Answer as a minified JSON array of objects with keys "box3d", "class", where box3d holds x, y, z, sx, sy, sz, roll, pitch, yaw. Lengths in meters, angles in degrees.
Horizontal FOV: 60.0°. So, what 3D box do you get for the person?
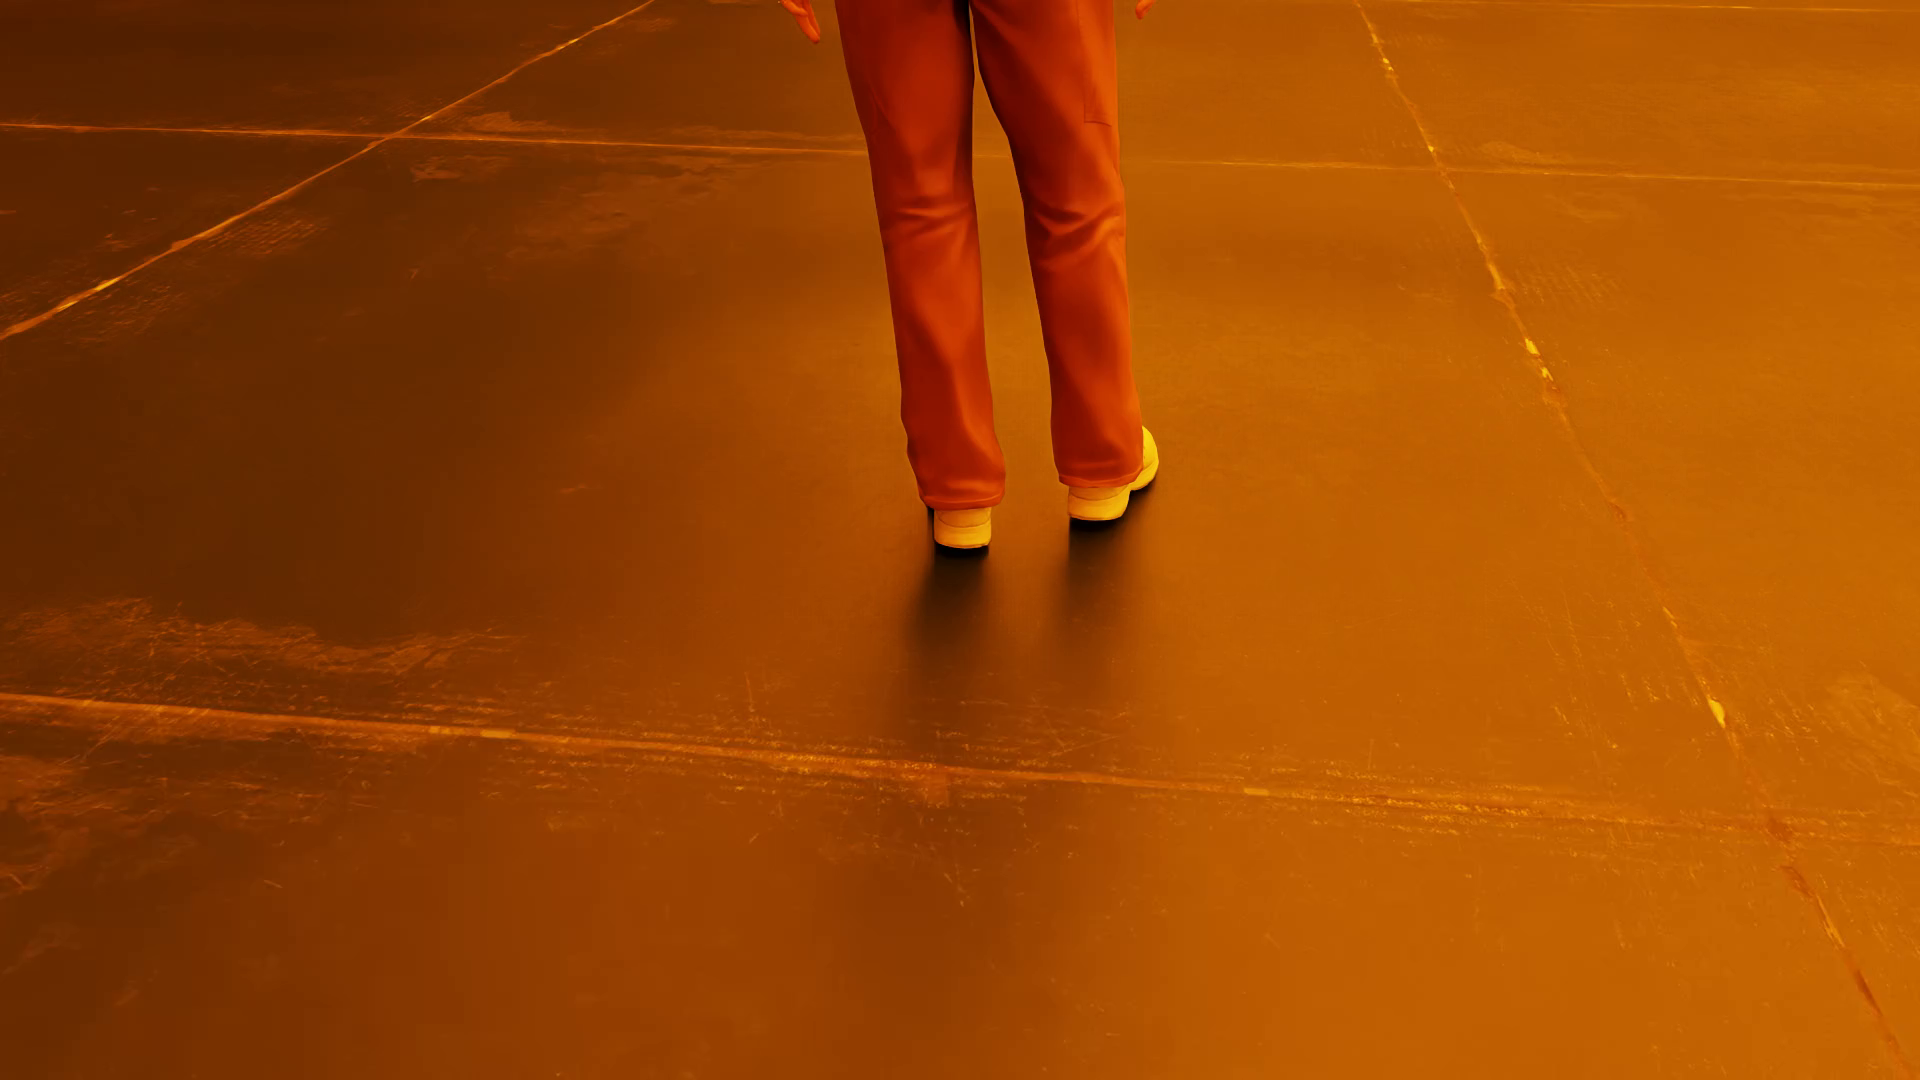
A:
[{"box3d":[0.021,-0.789,2.187,0.553,1.673,0.548,3,27,7],"class":"person"}]
